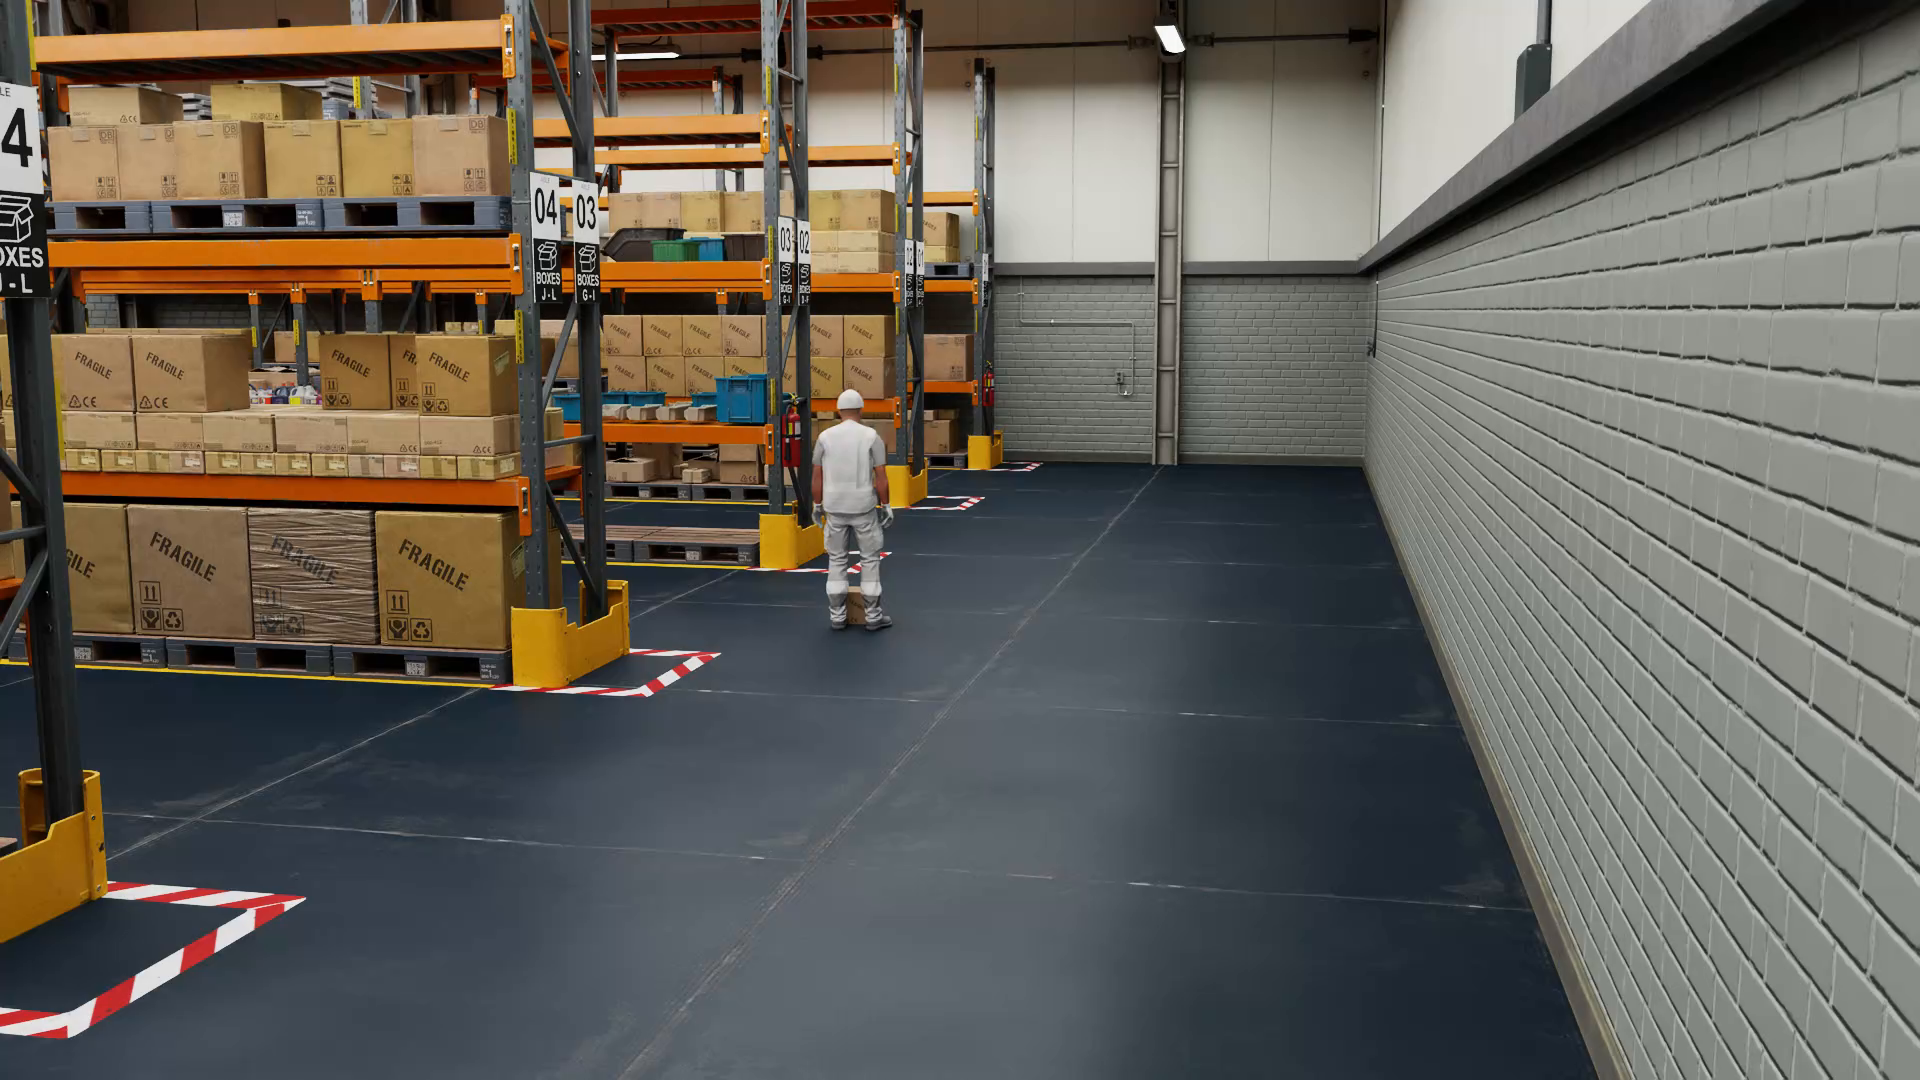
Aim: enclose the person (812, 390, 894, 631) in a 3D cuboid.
[{"bbox_3d":[-0.800,-0.225,12.389,0.617,1.778,0.456,1,8,10],"label":"person"}]
